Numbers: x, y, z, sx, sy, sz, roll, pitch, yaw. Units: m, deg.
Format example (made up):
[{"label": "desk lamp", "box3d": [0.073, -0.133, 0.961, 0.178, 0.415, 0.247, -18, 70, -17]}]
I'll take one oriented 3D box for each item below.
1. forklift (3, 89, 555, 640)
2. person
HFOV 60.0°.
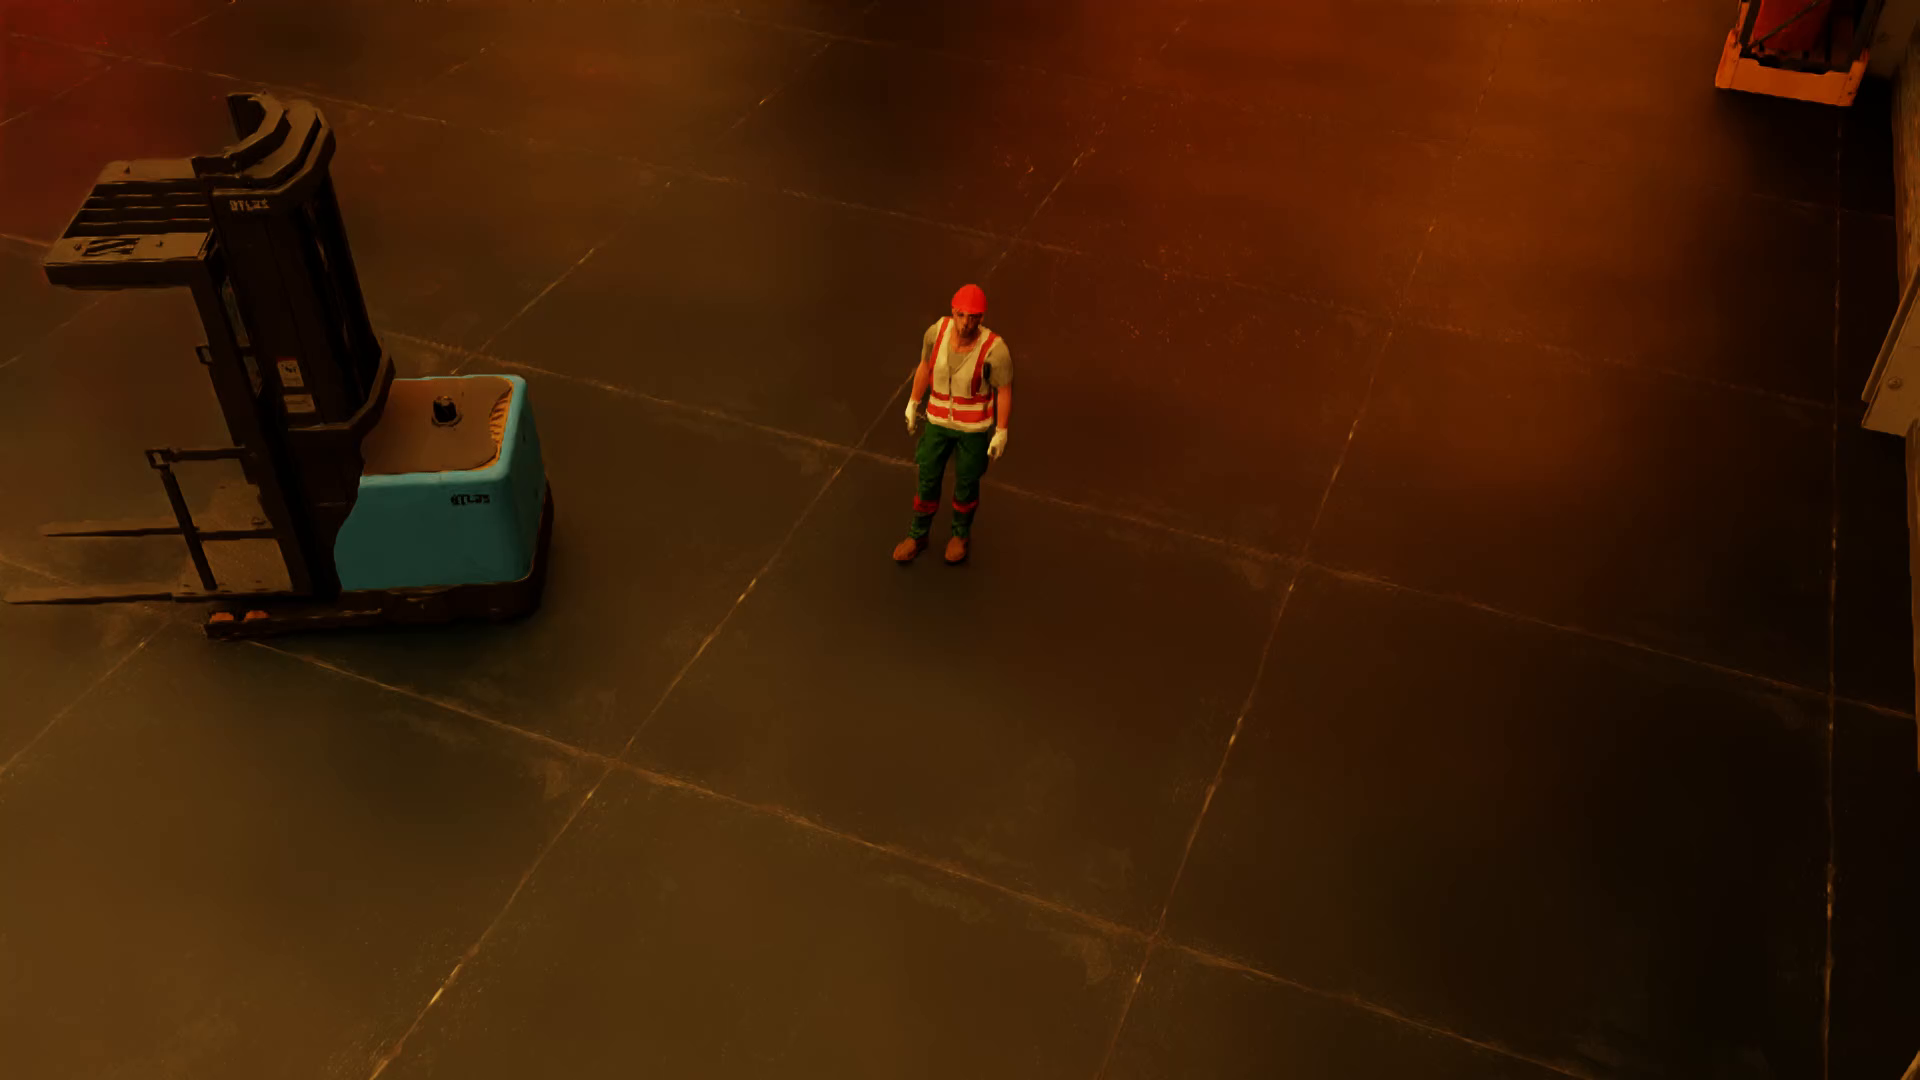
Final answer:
[{"label": "forklift", "box3d": [-4.009, -0.902, 9.083, 3.031, 2.935, 1.130, -3, 40, -4]}, {"label": "person", "box3d": [-0.042, -0.646, 9.658, 0.636, 1.787, 0.563, 15, 42, 17]}]
